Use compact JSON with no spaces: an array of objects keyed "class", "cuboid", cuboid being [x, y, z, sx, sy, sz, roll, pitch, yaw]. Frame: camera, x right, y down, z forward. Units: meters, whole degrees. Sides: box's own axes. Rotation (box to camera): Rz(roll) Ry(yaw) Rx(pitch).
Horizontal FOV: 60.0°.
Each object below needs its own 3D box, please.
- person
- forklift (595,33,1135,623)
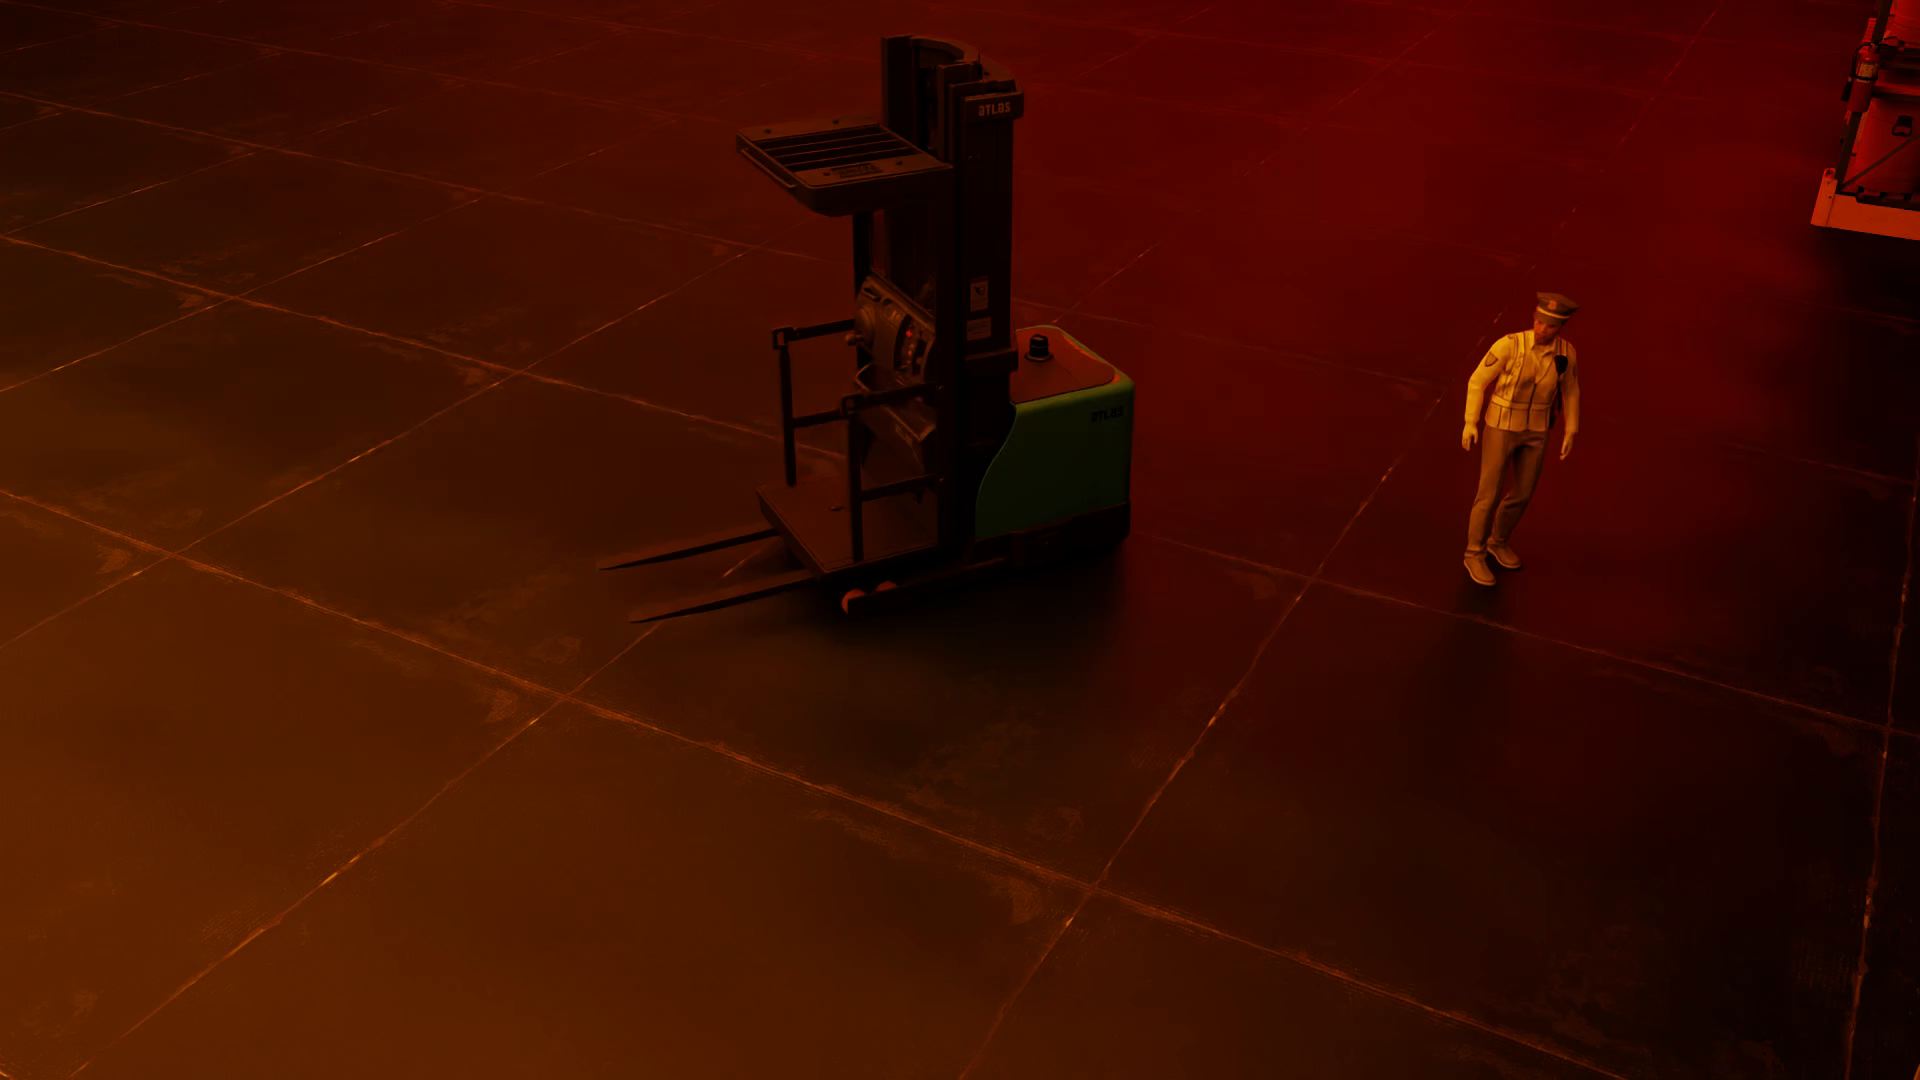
[{"class":"person","cuboid":[3.160,-0.573,9.323,0.657,1.676,0.476,-3,30,-4]},{"class":"forklift","cuboid":[-0.544,-1.129,9.026,3.031,2.935,1.130,-14,33,-23]}]
